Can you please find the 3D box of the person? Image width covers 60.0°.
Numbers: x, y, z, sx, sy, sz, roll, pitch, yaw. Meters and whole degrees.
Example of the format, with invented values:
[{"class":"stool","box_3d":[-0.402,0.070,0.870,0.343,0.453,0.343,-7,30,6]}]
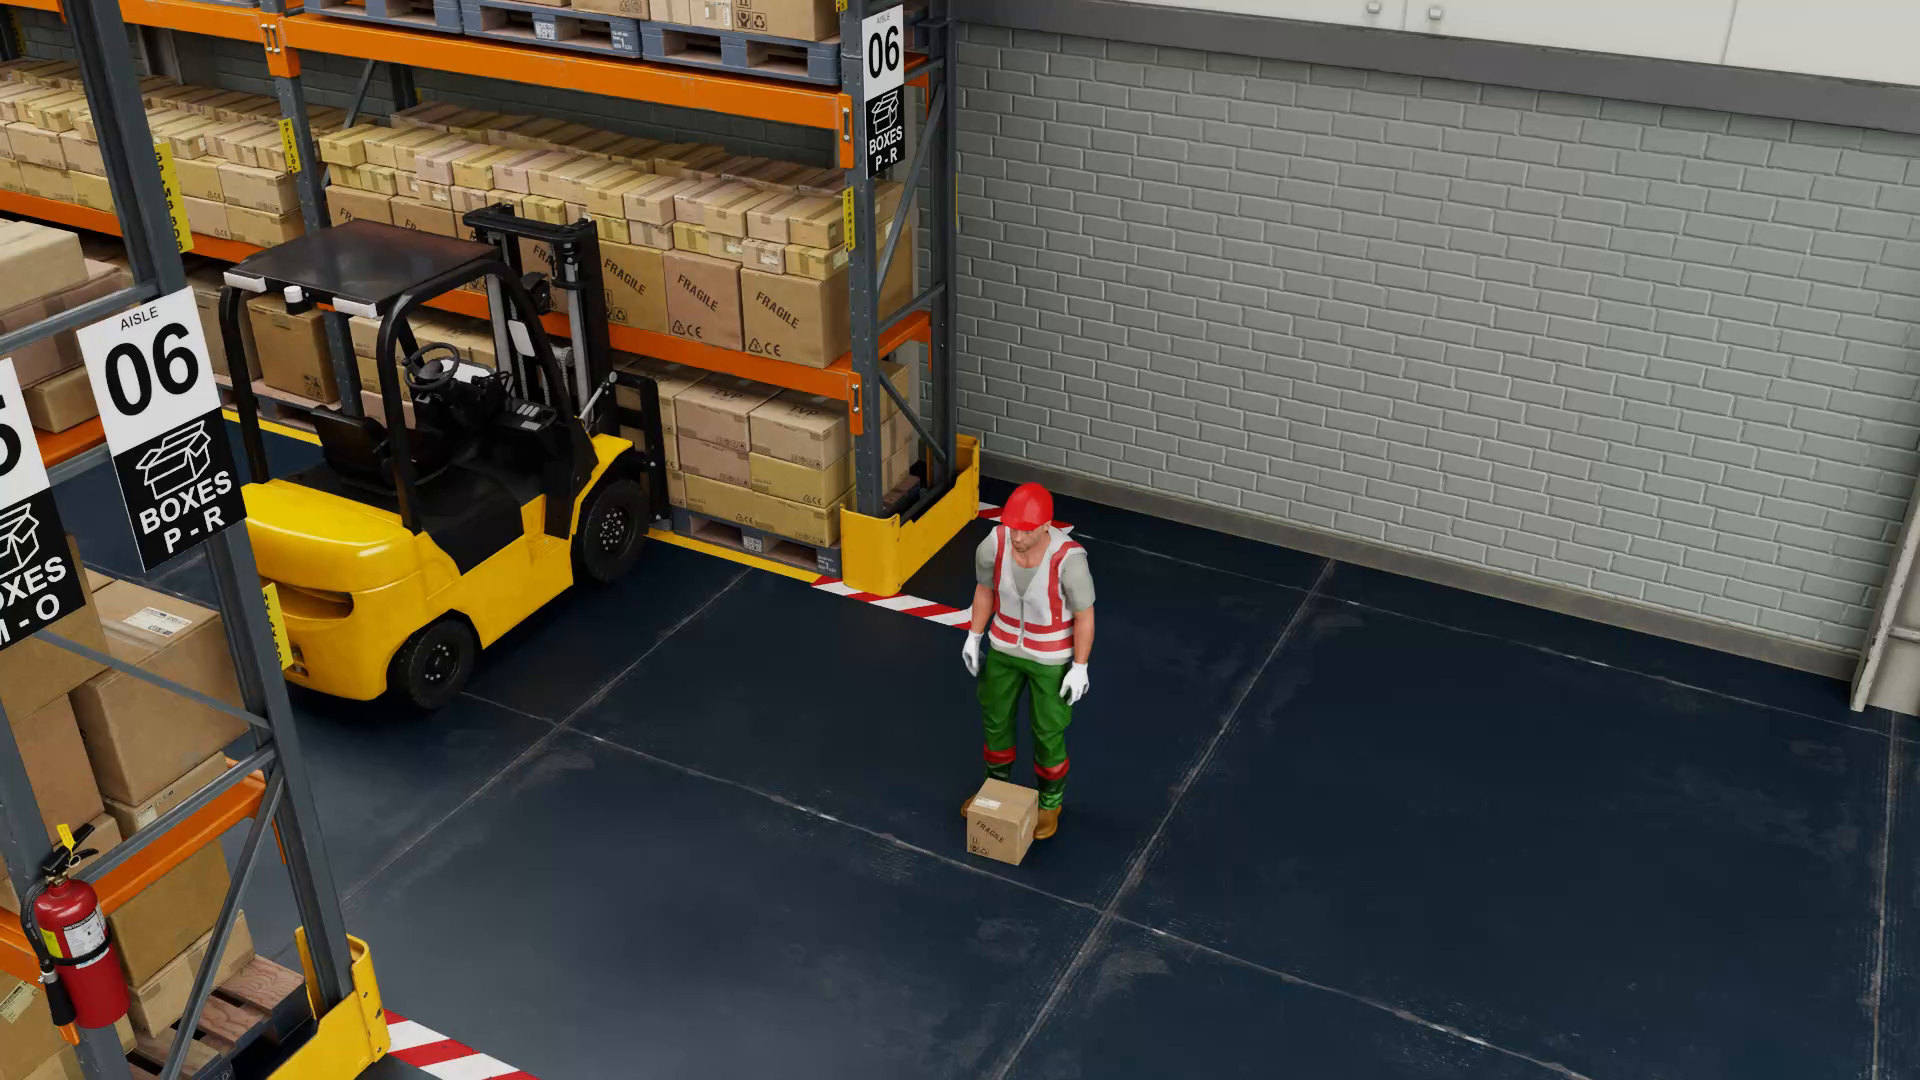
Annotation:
[{"class":"person","box_3d":[0.297,0.517,7.376,0.609,1.779,0.449,14,33,24]}]
